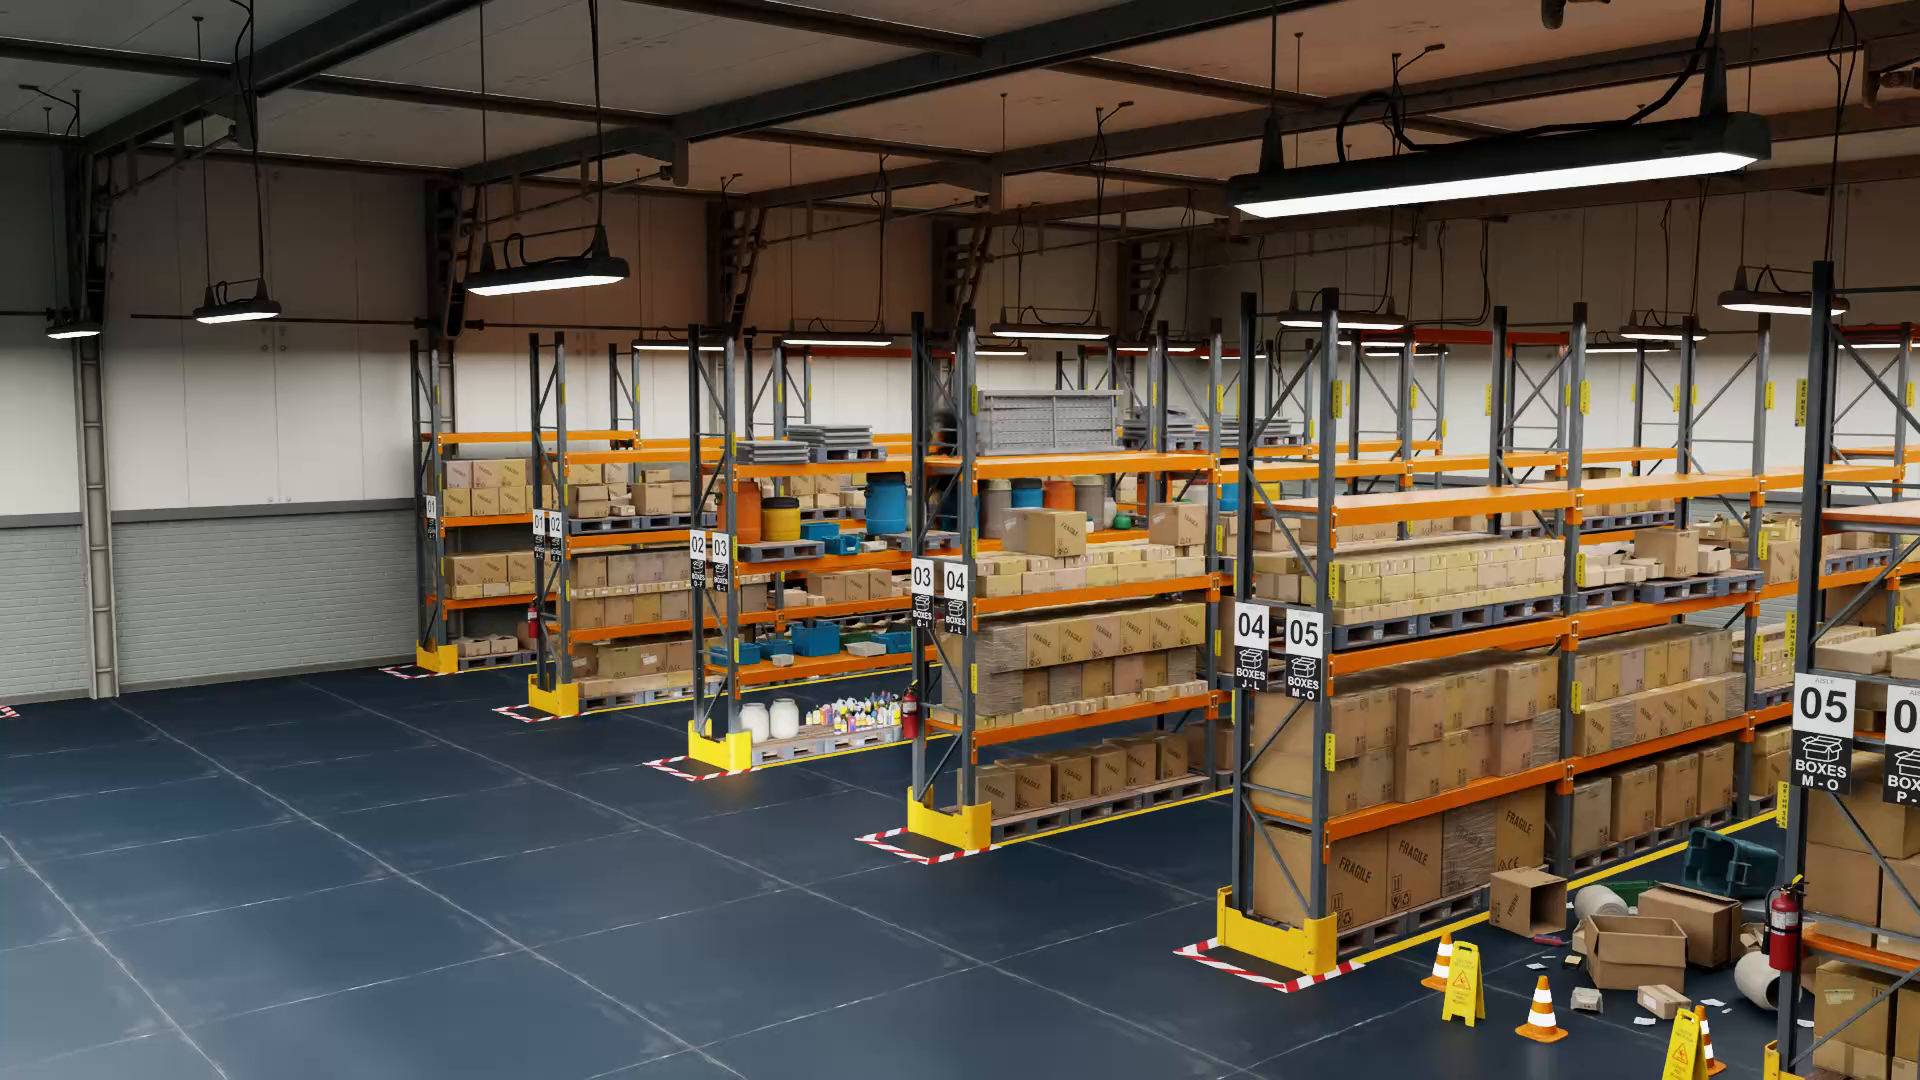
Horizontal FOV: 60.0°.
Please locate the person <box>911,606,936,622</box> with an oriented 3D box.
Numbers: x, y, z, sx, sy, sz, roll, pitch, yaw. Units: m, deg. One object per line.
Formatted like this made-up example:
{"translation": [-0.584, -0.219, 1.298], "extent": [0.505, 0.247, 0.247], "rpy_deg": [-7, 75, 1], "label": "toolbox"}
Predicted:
{"translation": [-0.785, 1.104, 34.823], "extent": [0.509, 1.718, 0.695], "rpy_deg": [4, 7, 40], "label": "person"}
